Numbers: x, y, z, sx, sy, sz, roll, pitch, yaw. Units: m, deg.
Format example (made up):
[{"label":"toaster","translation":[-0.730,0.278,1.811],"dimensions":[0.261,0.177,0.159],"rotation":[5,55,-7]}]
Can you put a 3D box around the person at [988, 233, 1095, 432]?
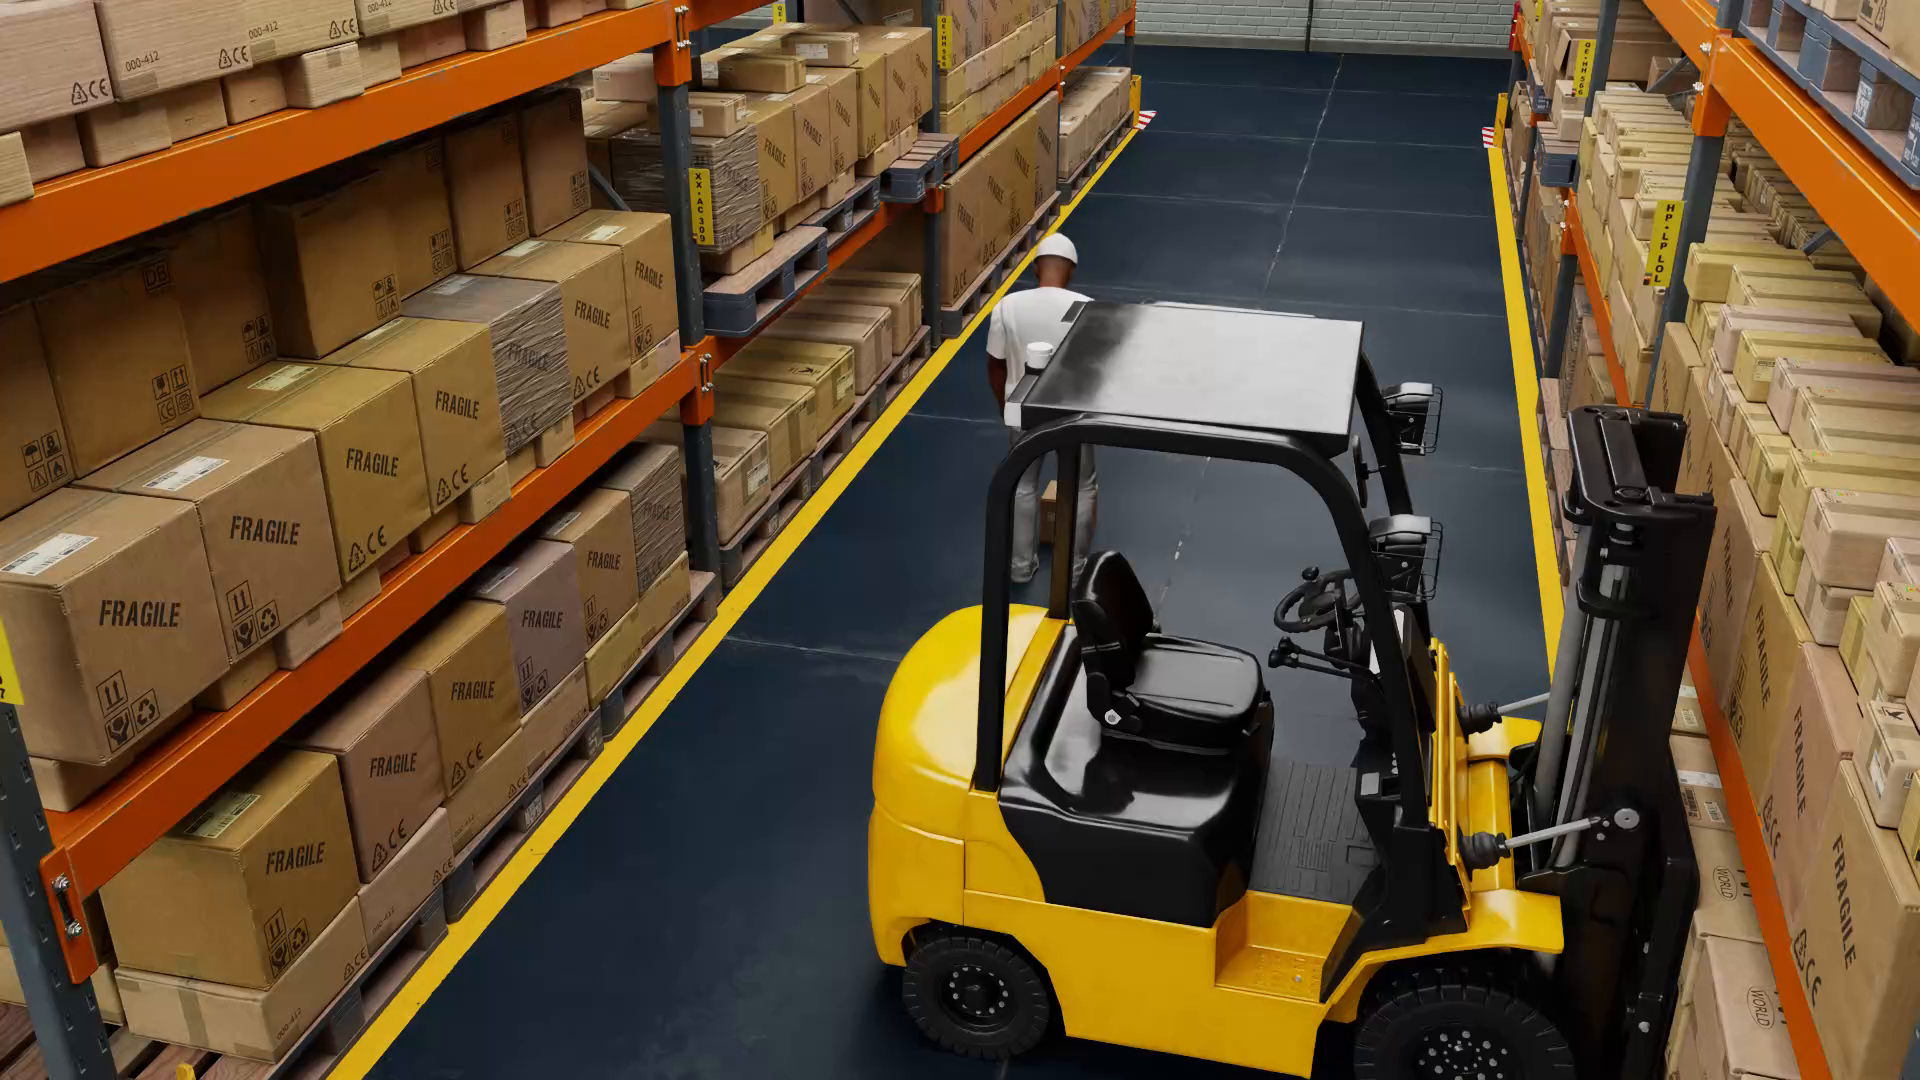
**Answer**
[{"label":"person","translation":[0.418,-0.916,7.800],"dimensions":[0.594,0.995,0.491],"rotation":[7,26,14]}]
